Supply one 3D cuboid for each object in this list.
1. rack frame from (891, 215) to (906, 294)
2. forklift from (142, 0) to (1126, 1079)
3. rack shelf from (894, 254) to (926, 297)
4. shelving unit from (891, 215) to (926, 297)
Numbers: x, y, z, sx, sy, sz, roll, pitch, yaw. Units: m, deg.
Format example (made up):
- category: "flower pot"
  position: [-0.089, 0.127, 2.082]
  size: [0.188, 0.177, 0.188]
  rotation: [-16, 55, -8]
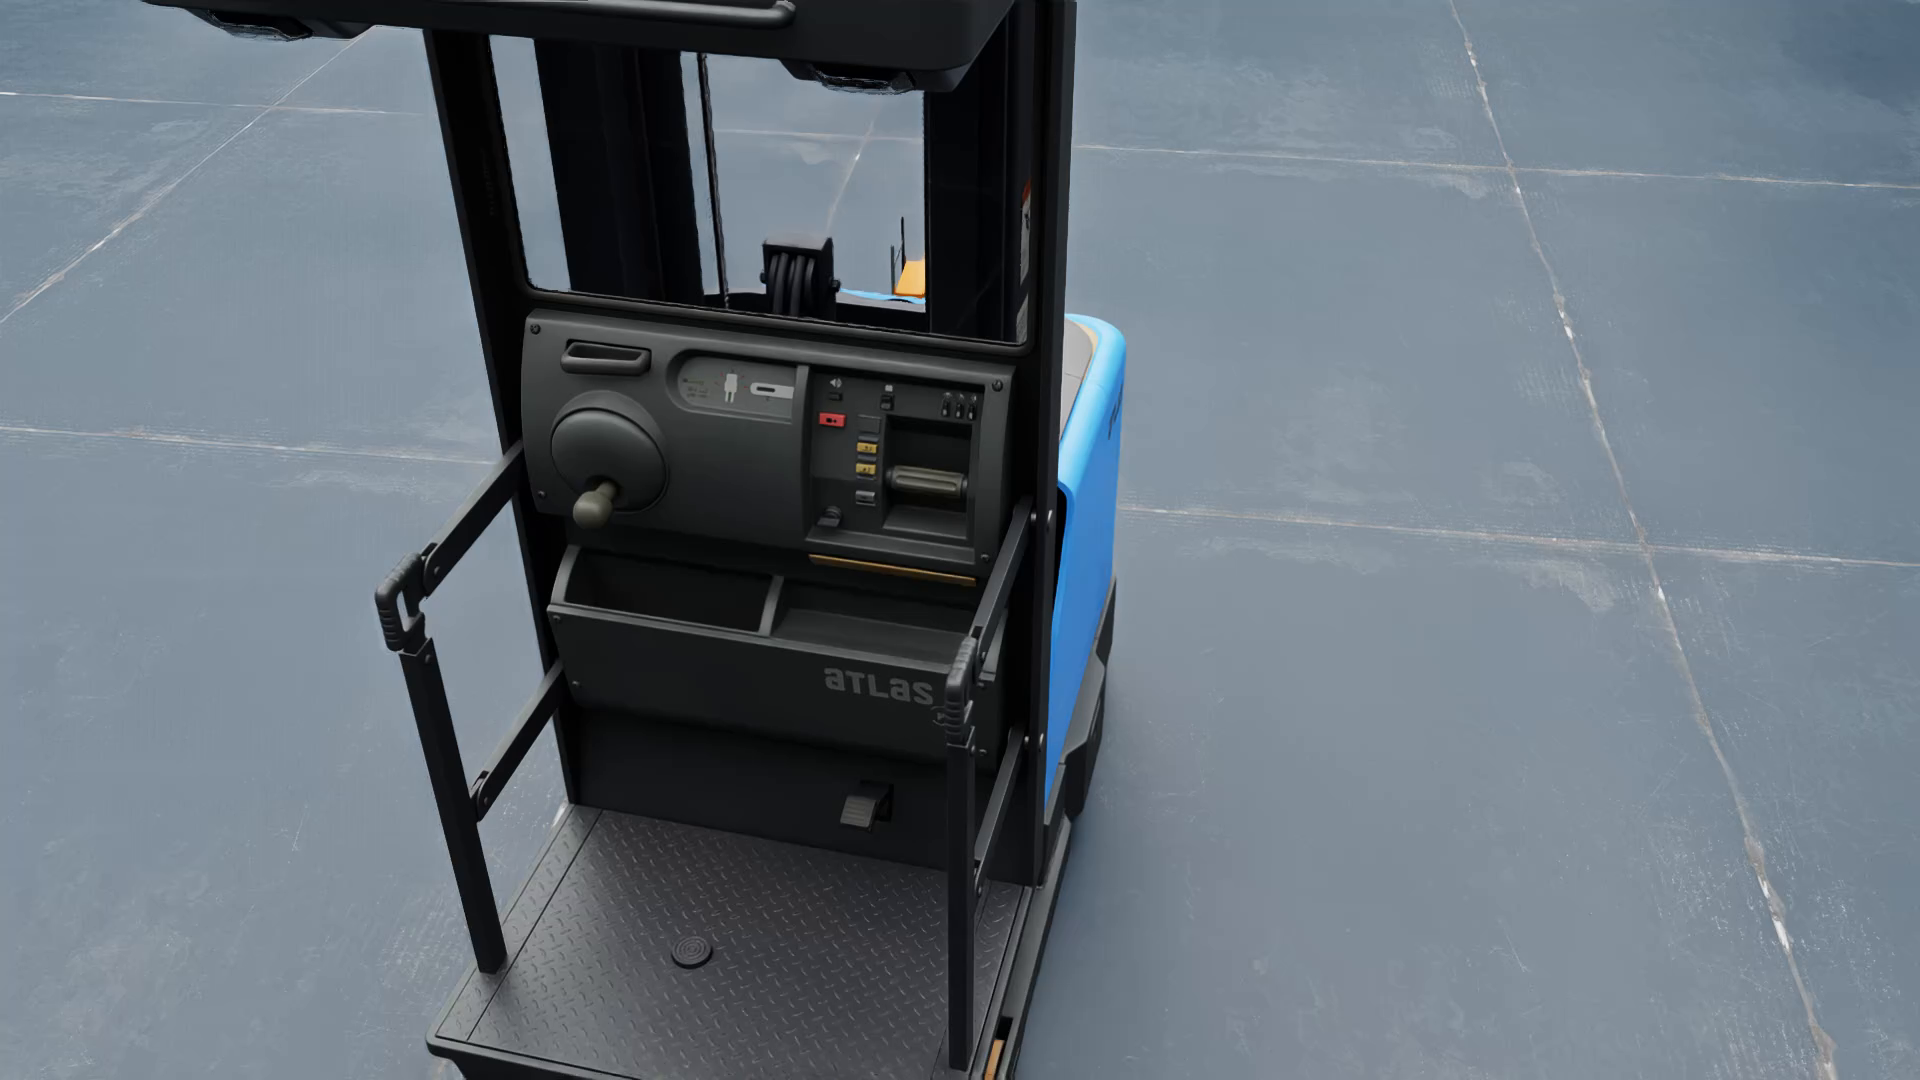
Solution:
- category: "rack frame"
  position: [-0.174, -0.440, 4.963]
  size: [0.008, 1.050, 0.200]
  rotation: [4, 36, 6]
- category: "forklift"
  position: [-0.416, -0.113, 2.885]
  size: [1.130, 2.935, 3.031]
  rotation: [8, 36, 11]
- category: "rack shelf"
  position: [-0.053, -0.654, 4.792]
  size: [0.240, 0.259, 0.215]
  rotation: [4, 36, 6]
- category: "shelving unit"
  position: [-0.053, -0.431, 4.951]
  size: [0.252, 1.050, 0.215]
  rotation: [4, 36, 6]
